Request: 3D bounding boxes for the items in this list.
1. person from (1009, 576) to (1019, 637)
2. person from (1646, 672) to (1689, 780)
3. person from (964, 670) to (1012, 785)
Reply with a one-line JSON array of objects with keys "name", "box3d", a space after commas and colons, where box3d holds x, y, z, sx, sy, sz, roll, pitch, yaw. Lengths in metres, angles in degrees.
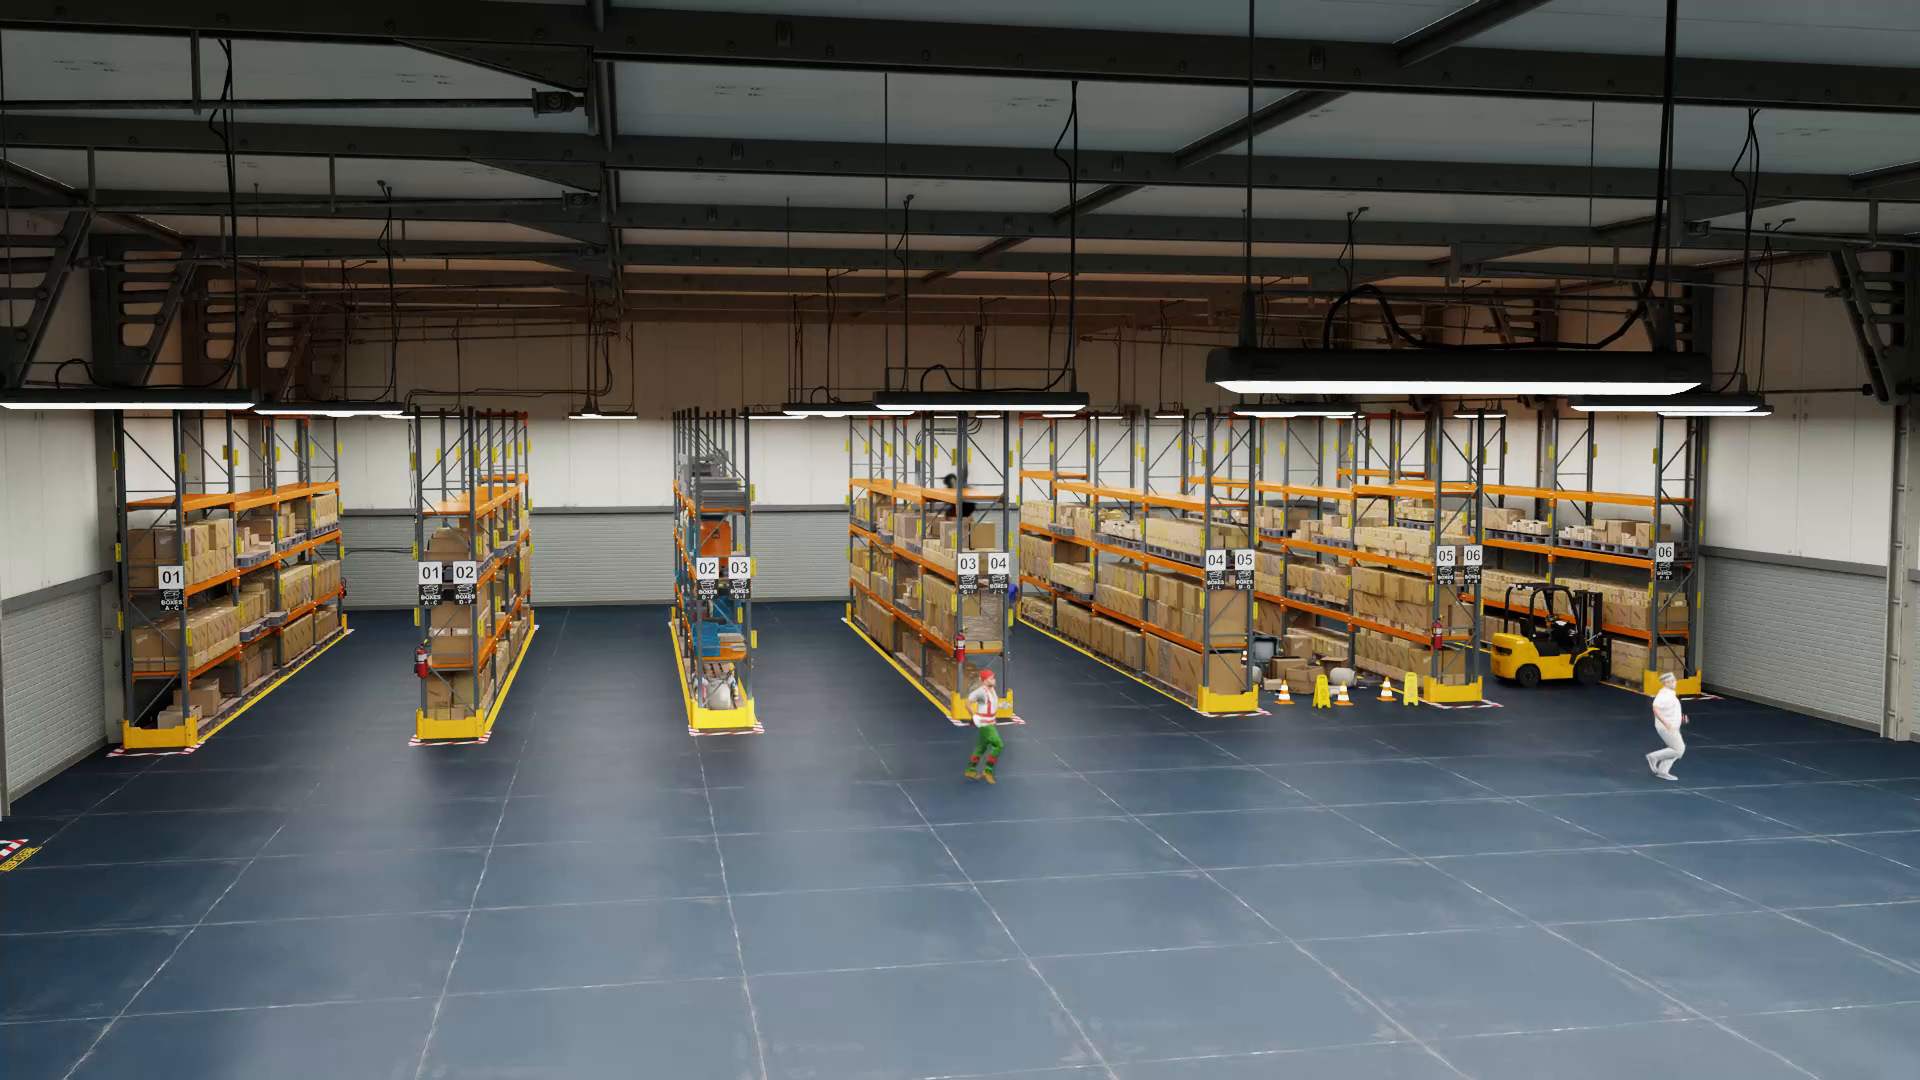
[{"name": "person", "box3d": [1.327, 1.763, 44.428, 0.581, 1.639, 0.656, 0, 4, -6]}, {"name": "person", "box3d": [11.333, 2.971, 26.610, 0.598, 1.746, 0.672, 2, 5, 29]}, {"name": "person", "box3d": [0.438, 2.968, 26.421, 0.746, 1.832, 0.616, 1, 4, 16]}]
